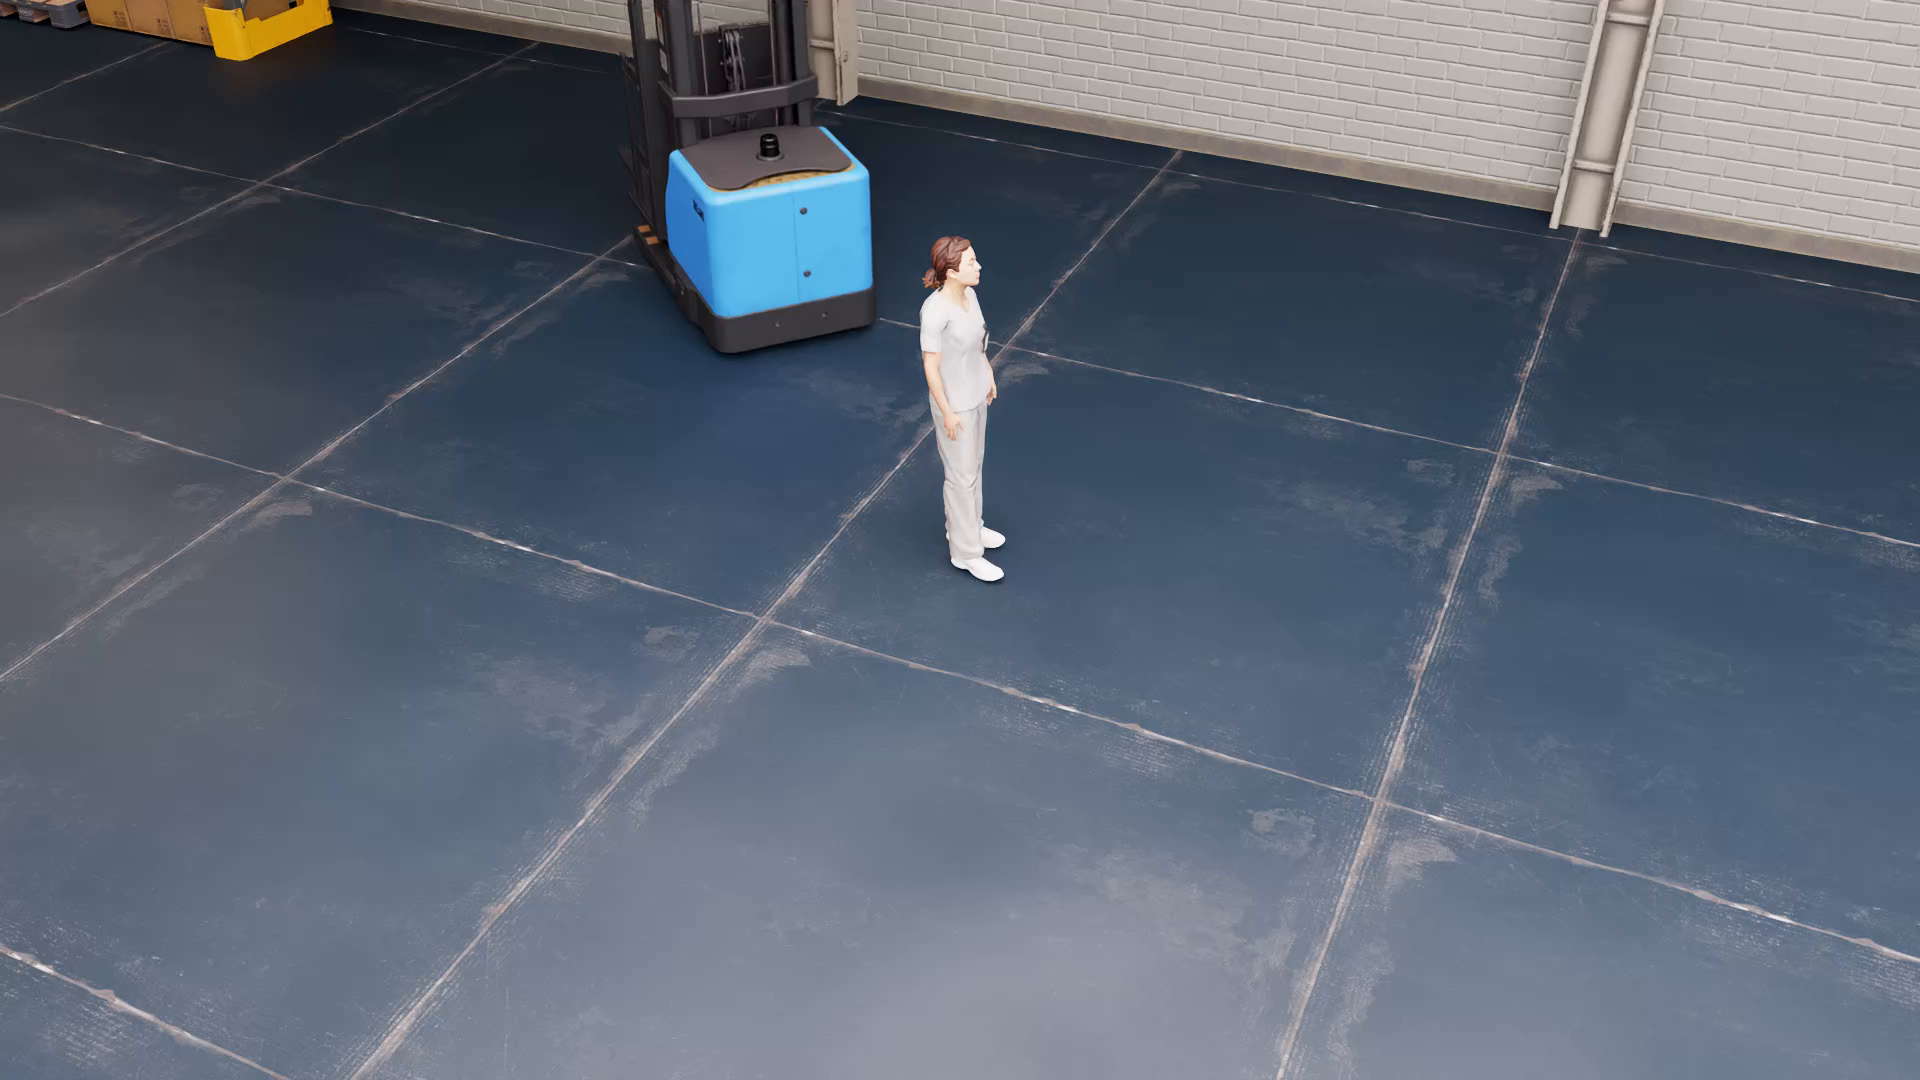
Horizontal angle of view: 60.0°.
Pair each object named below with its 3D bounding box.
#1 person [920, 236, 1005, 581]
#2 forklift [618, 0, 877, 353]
[{"bbox_3d":[0.061,-0.663,8.085,0.549,1.675,0.549,15,38,20],"label":"person"},{"bbox_3d":[-1.590,-3.172,10.534,1.130,2.935,3.031,-15,38,-20],"label":"forklift"}]
